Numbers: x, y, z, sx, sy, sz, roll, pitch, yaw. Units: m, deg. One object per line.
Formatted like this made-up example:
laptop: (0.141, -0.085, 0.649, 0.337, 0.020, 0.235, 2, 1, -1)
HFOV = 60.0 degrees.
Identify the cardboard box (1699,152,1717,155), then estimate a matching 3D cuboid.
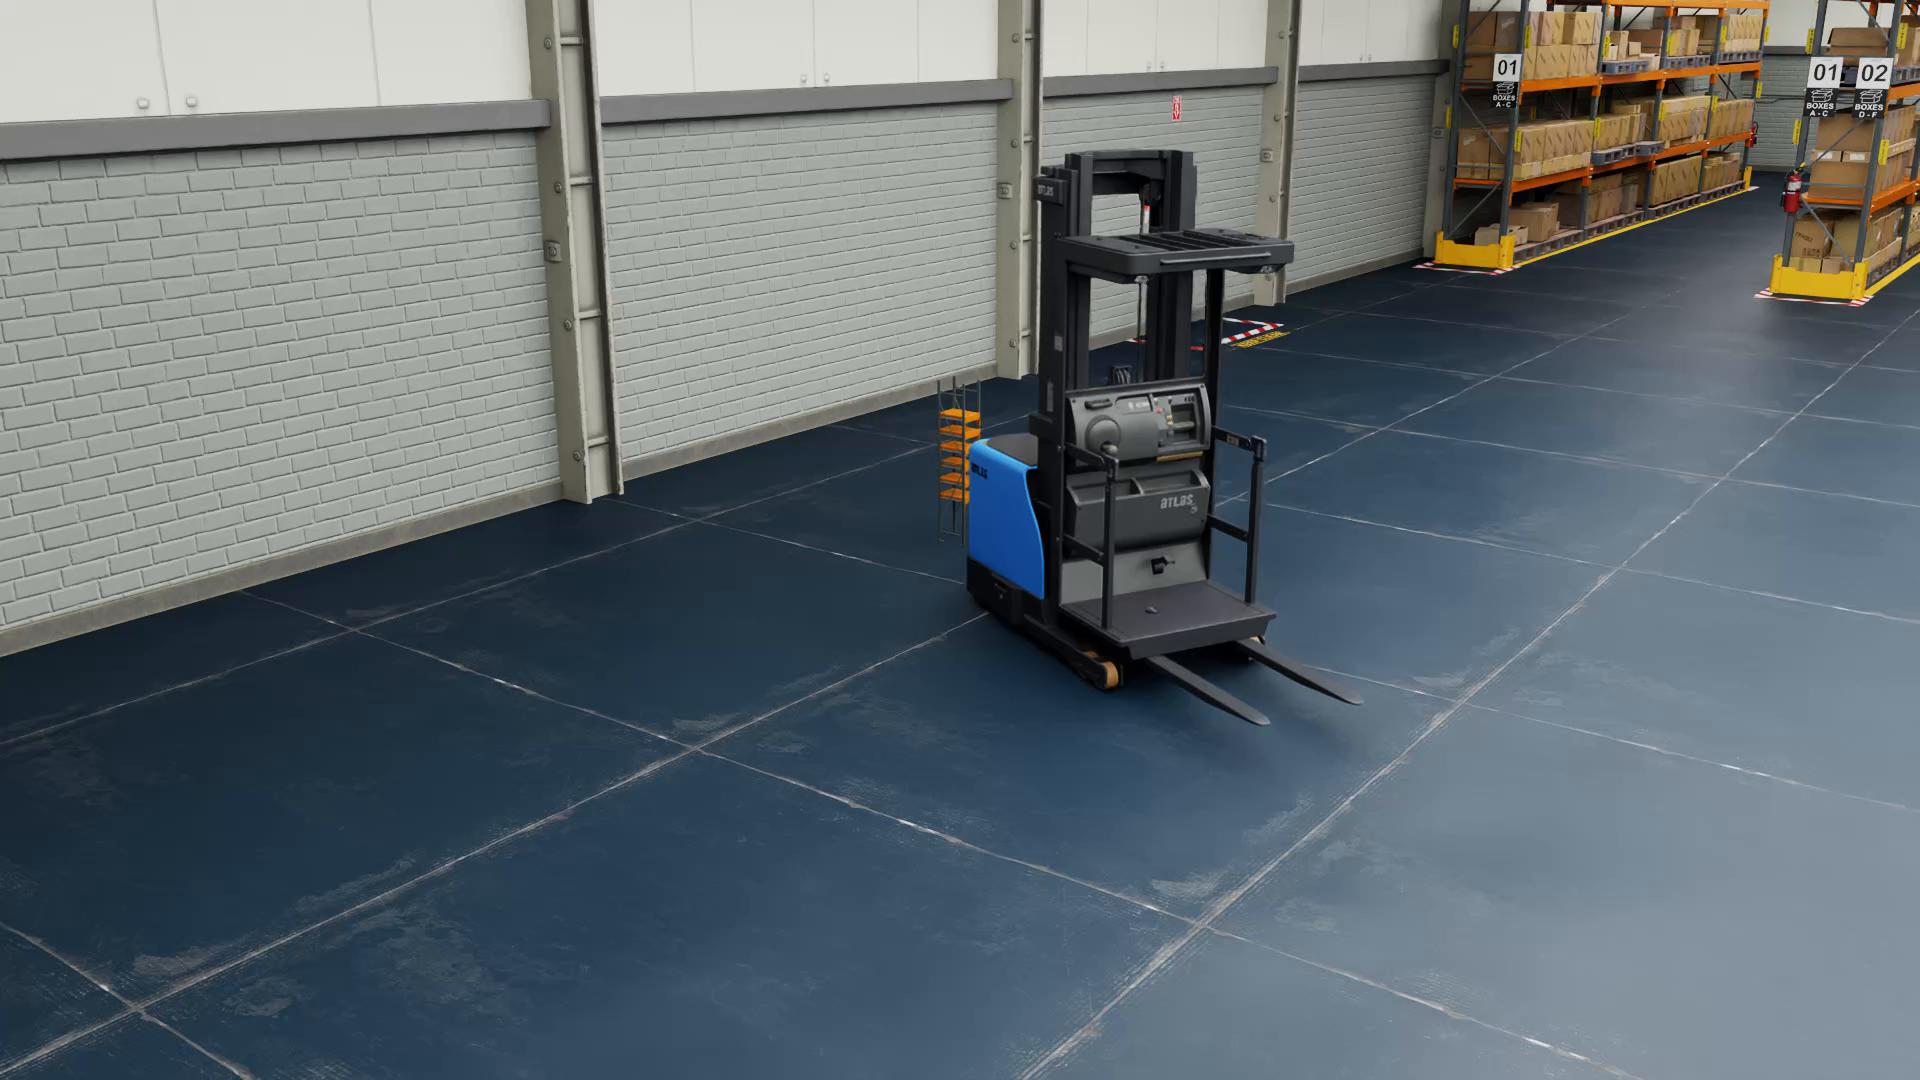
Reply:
cardboard box: (16.855, -8.646, 37.440, 0.380, 0.149, 0.250, 12, 21, 35)

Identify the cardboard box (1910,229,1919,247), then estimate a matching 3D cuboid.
cardboard box: (15.155, -4.898, 26.887, 0.500, 0.250, 0.500, 13, 22, 36)

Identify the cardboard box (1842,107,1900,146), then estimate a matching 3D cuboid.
cardboard box: (13.253, -6.039, 24.276, 0.700, 0.500, 0.500, 12, 21, 35)

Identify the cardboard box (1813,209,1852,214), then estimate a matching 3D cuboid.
cardboard box: (12.990, -4.670, 24.887, 0.500, 0.500, 0.500, 12, 21, 35)

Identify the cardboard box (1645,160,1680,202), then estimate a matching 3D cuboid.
cardboard box: (13.883, -7.197, 33.280, 0.750, 0.750, 0.750, 12, 21, 34)

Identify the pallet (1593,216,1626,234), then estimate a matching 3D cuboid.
pallet: (11.618, -5.857, 30.749, 1.003, 0.211, 1.213, 12, 21, 35)

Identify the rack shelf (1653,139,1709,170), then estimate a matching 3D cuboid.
rack shelf: (14.004, -7.797, 33.506, 1.077, 0.370, 4.000, 12, 21, 35)

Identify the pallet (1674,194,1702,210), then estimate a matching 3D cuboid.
pallet: (14.797, -7.088, 34.712, 1.003, 0.211, 1.213, 12, 21, 35)

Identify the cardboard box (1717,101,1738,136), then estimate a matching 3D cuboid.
cardboard box: (16.397, -9.234, 36.416, 0.980, 0.700, 0.700, 11, 20, 32)

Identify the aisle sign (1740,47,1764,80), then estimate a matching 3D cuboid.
aisle sign: (17.863, -10.775, 37.500, 0.394, 0.787, 0.004, 12, 21, 35)

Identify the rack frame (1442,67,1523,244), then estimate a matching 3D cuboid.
rack frame: (8.046, -5.759, 25.730, 1.000, 3.000, 0.127, 12, 21, 35)

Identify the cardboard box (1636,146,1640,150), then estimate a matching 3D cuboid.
cardboard box: (13.195, -7.591, 32.020, 0.380, 0.149, 0.250, 12, 21, 34)

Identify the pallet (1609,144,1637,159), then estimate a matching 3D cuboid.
pallet: (11.666, -7.094, 30.352, 1.003, 0.211, 1.213, 12, 21, 35)

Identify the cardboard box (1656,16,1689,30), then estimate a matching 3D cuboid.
cardboard box: (14.249, -10.345, 33.265, 0.500, 0.250, 0.500, 12, 21, 33)

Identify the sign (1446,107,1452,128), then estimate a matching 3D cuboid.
sign: (7.612, -6.565, 25.842, 0.100, 0.325, 0.005, 12, 21, 35)

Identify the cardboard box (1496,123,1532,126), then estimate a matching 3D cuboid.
cardboard box: (9.068, -6.566, 27.286, 0.500, 0.500, 0.500, 13, 21, 35)

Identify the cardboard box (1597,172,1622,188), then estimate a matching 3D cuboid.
cardboard box: (12.035, -6.733, 31.076, 0.500, 0.250, 0.500, 13, 21, 36)

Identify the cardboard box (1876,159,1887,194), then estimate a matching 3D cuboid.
cardboard box: (12.924, -5.284, 24.033, 0.700, 0.500, 0.500, 13, 21, 35)

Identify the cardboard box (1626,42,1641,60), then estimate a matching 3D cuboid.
cardboard box: (11.966, -8.863, 30.461, 0.797, 0.503, 0.637, 16, 24, 42)

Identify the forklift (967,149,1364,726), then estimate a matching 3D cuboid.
forklift: (1.154, -0.690, 9.525, 1.130, 2.935, 3.031, -8, 19, -25)

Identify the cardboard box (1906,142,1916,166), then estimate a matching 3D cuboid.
cardboard box: (15.194, -6.190, 26.951, 0.500, 0.500, 0.500, 14, 22, 39)

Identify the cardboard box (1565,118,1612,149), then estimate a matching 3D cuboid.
cardboard box: (11.099, -7.216, 29.513, 0.700, 0.500, 0.500, 15, 23, 40)

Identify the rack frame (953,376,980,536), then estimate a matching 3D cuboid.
rack frame: (0.046, -0.591, 12.125, 0.240, 1.200, 0.006, 12, 21, 35)

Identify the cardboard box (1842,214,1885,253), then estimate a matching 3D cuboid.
cardboard box: (13.109, -4.459, 24.208, 0.500, 0.500, 0.500, 12, 21, 35)

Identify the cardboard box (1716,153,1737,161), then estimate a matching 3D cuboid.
cardboard box: (17.161, -8.578, 37.221, 0.380, 0.149, 0.250, 13, 22, 36)

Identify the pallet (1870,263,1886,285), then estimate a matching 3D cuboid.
pallet: (13.176, -4.031, 24.869, 1.003, 0.211, 1.213, 12, 21, 35)

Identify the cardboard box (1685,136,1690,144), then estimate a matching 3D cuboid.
cardboard box: (14.591, -8.138, 33.782, 0.380, 0.149, 0.250, 12, 21, 35)

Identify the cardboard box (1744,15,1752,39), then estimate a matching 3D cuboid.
cardboard box: (16.751, -11.071, 35.891, 0.500, 0.500, 0.500, 11, 21, 32)

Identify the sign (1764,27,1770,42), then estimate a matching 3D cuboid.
sign: (18.007, -11.288, 37.117, 0.100, 0.325, 0.005, 12, 21, 35)

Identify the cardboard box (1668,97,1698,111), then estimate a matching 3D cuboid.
cardboard box: (14.507, -8.776, 33.479, 0.500, 0.250, 0.500, 13, 21, 36)

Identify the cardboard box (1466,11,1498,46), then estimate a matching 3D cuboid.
cardboard box: (8.093, -7.875, 25.598, 0.500, 0.500, 0.500, 14, 22, 37)

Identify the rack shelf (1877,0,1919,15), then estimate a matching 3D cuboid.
rack shelf: (15.601, -8.644, 26.792, 1.077, 0.370, 4.000, 12, 21, 35)

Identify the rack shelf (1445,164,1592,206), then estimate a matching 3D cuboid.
rack shelf: (9.238, -5.891, 27.370, 1.077, 0.370, 4.000, 12, 21, 35)

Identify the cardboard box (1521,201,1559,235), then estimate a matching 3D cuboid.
cardboard box: (9.843, -5.473, 28.284, 0.500, 0.500, 0.500, 11, 20, 31)

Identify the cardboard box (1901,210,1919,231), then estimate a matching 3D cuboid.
cardboard box: (15.159, -5.165, 26.800, 0.500, 0.311, 0.500, 12, 21, 34)

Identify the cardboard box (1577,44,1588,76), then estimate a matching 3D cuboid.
cardboard box: (10.015, -7.919, 27.426, 0.500, 0.500, 0.500, 10, 20, 30)

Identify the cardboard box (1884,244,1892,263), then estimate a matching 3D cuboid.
cardboard box: (13.717, -4.336, 25.077, 0.500, 0.250, 0.500, 12, 21, 35)

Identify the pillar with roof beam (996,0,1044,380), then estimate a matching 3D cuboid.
pillar with roof beam: (4.076, -5.324, 14.216, 9.100, 9.000, 0.400, 12, 21, 35)

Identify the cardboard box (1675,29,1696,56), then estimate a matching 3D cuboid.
cardboard box: (14.304, -9.973, 33.332, 0.700, 0.500, 0.500, 12, 21, 34)

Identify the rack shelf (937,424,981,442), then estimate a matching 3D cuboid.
rack shelf: (-0.009, -0.756, 11.997, 0.258, 0.103, 0.180, 12, 21, 35)

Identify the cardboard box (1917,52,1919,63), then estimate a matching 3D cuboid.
cardboard box: (13.911, -7.081, 24.410, 0.380, 0.149, 0.250, 12, 21, 35)

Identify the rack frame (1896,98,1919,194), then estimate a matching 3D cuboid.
rack frame: (16.793, -6.790, 29.050, 1.000, 3.000, 0.127, 12, 21, 35)

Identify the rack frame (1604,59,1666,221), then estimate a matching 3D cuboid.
rack frame: (12.813, -7.664, 31.865, 1.000, 3.000, 0.127, 12, 21, 35)

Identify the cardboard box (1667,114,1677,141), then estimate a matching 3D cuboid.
cardboard box: (13.627, -8.057, 32.427, 0.500, 0.500, 0.500, 13, 22, 36)

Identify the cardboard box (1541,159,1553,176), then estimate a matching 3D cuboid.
cardboard box: (9.198, -6.003, 26.736, 0.500, 0.250, 0.500, 12, 21, 34)

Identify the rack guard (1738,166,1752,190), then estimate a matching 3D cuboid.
rack guard: (17.594, -8.381, 38.390, 1.175, 0.500, 0.348, 12, 21, 35)

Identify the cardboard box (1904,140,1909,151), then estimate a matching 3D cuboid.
cardboard box: (14.117, -5.970, 25.149, 0.380, 0.149, 0.250, 12, 21, 33)

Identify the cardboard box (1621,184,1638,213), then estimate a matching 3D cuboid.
cardboard box: (12.425, -6.500, 31.589, 0.700, 0.500, 0.500, 13, 21, 35)

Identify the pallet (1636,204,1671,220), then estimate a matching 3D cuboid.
pallet: (13.343, -6.507, 32.841, 1.003, 0.211, 1.213, 12, 21, 35)

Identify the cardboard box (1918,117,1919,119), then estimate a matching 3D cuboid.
cardboard box: (17.776, -7.392, 30.112, 0.500, 0.500, 0.700, -15, 23, -40)

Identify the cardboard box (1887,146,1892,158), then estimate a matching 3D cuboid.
cardboard box: (13.199, -5.604, 23.970, 0.380, 0.149, 0.250, 12, 21, 34)

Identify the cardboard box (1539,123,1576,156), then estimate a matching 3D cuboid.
cardboard box: (9.794, -6.602, 27.401, 0.500, 0.500, 0.500, 12, 21, 33)

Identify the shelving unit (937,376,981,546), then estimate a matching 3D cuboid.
shelving unit: (-0.009, -0.570, 12.055, 0.258, 1.200, 0.189, 12, 21, 35)

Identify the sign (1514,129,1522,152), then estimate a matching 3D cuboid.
sign: (8.482, -6.076, 25.293, 0.100, 0.325, 0.005, 12, 21, 35)

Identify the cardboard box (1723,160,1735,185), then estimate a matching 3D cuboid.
cardboard box: (16.944, -8.273, 37.332, 0.700, 0.500, 0.500, 12, 21, 35)

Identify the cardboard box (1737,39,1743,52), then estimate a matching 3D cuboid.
cardboard box: (16.434, -10.586, 35.594, 0.500, 0.250, 0.500, 12, 21, 33)

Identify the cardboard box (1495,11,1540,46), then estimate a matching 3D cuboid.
cardboard box: (8.470, -7.775, 25.276, 0.500, 0.500, 0.500, 11, 20, 31)
